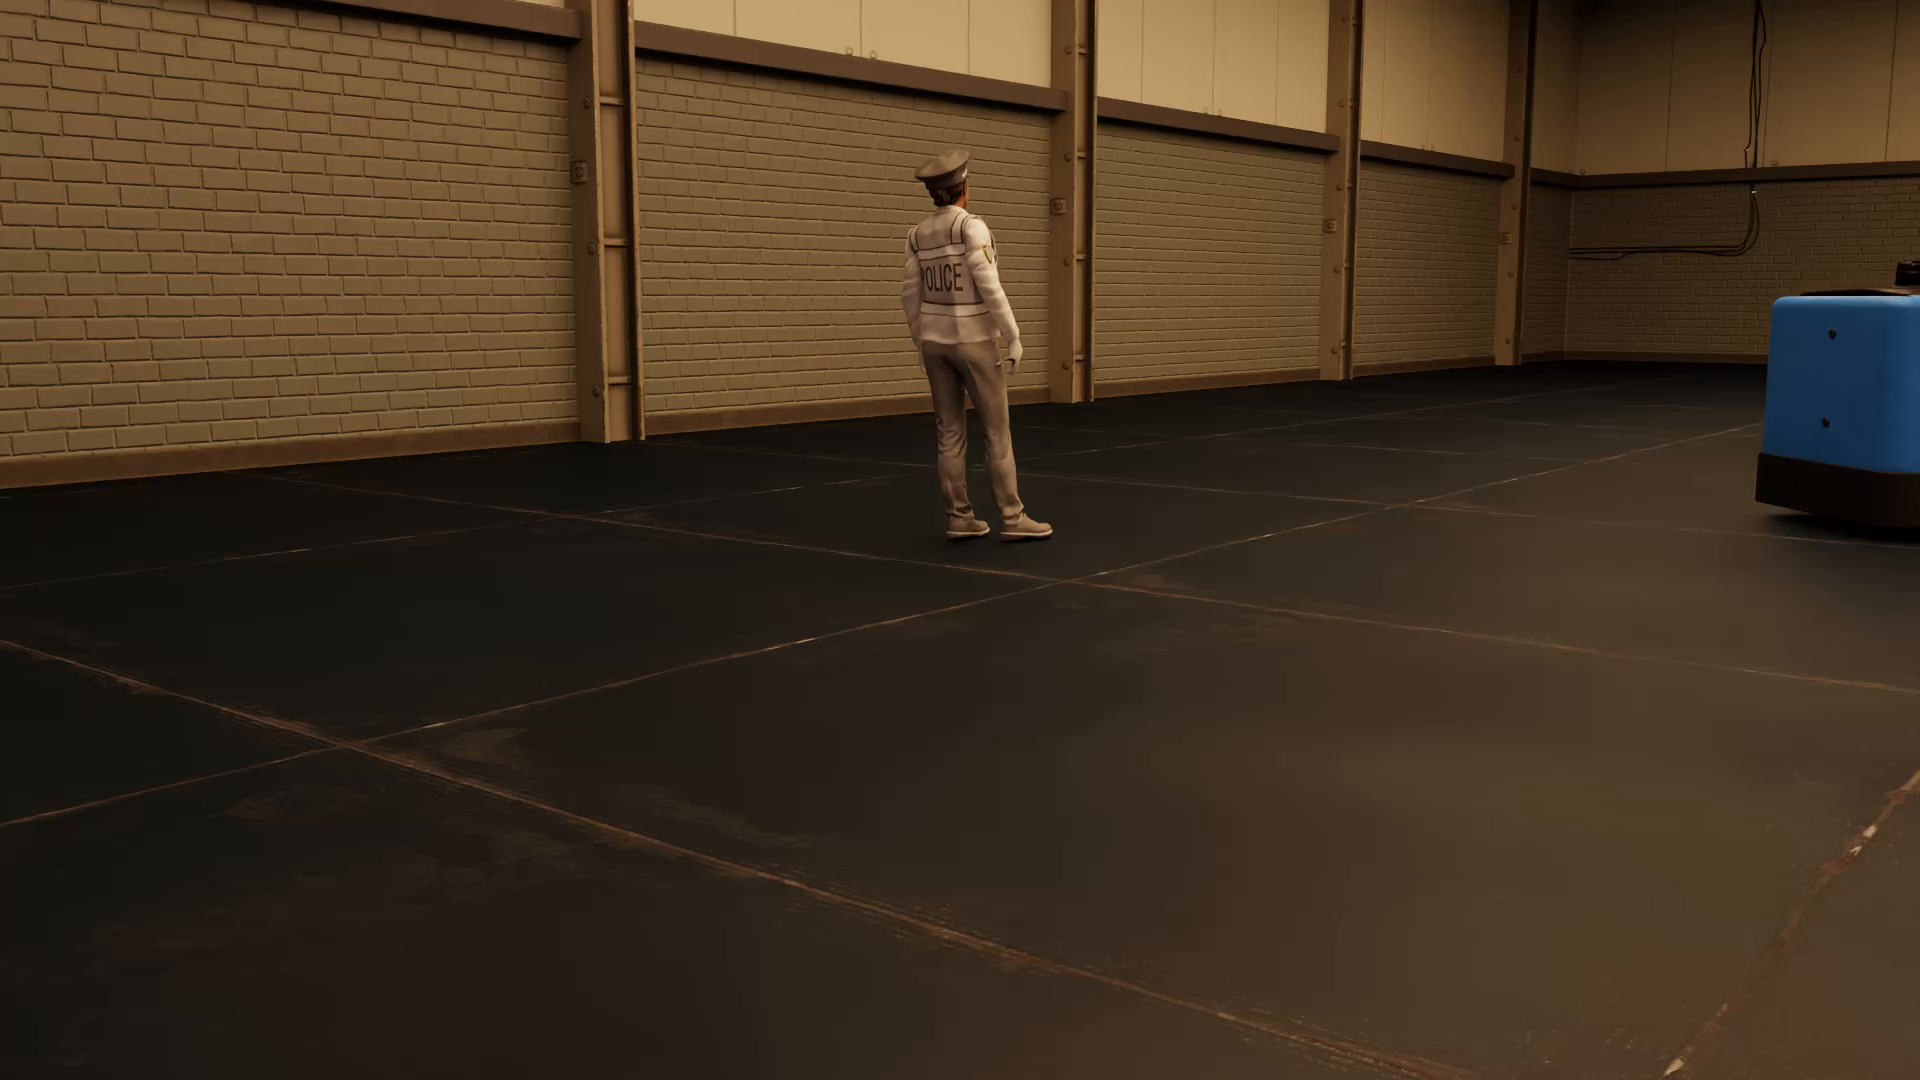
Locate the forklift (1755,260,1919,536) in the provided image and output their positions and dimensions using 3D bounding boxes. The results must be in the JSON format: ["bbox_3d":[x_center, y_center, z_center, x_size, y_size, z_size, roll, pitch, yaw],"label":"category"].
[{"bbox_3d":[5.478,-1.527,7.720,3.031,2.935,1.130,-1,8,-6],"label":"forklift"}]

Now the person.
[{"bbox_3d":[0.048,-0.852,7.330,0.587,1.695,0.531,7,11,38],"label":"person"}]
